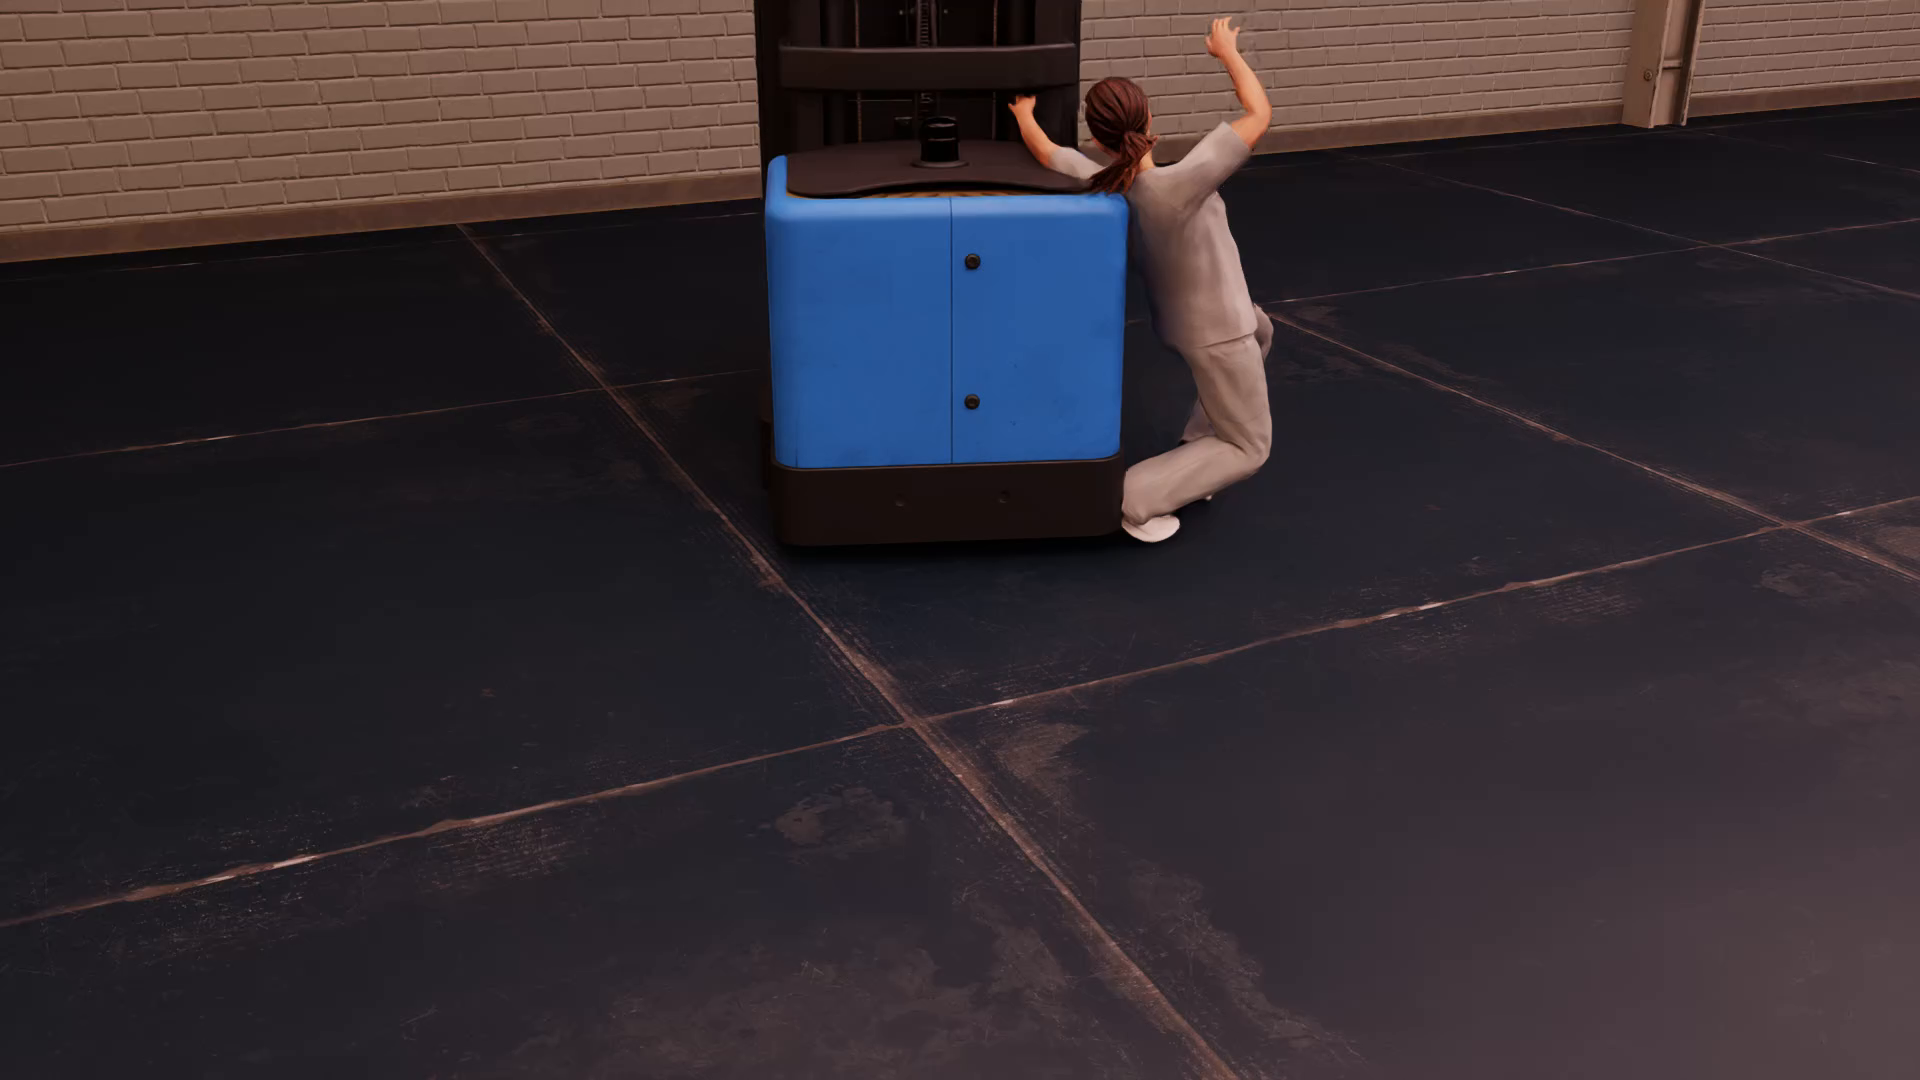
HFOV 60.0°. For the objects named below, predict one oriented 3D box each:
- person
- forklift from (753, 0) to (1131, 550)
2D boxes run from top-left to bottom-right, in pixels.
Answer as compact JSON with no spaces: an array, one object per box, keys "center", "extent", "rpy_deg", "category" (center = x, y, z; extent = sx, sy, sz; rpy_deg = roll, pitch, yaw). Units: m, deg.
[{"center":[0.636,-0.810,5.169],"extent":[0.829,1.489,0.987],"rpy_deg":[-12,26,-27],"category":"person"},{"center":[-0.162,-1.851,5.741],"extent":[1.130,2.935,3.031],"rpy_deg":[-2,23,-5],"category":"forklift"}]
